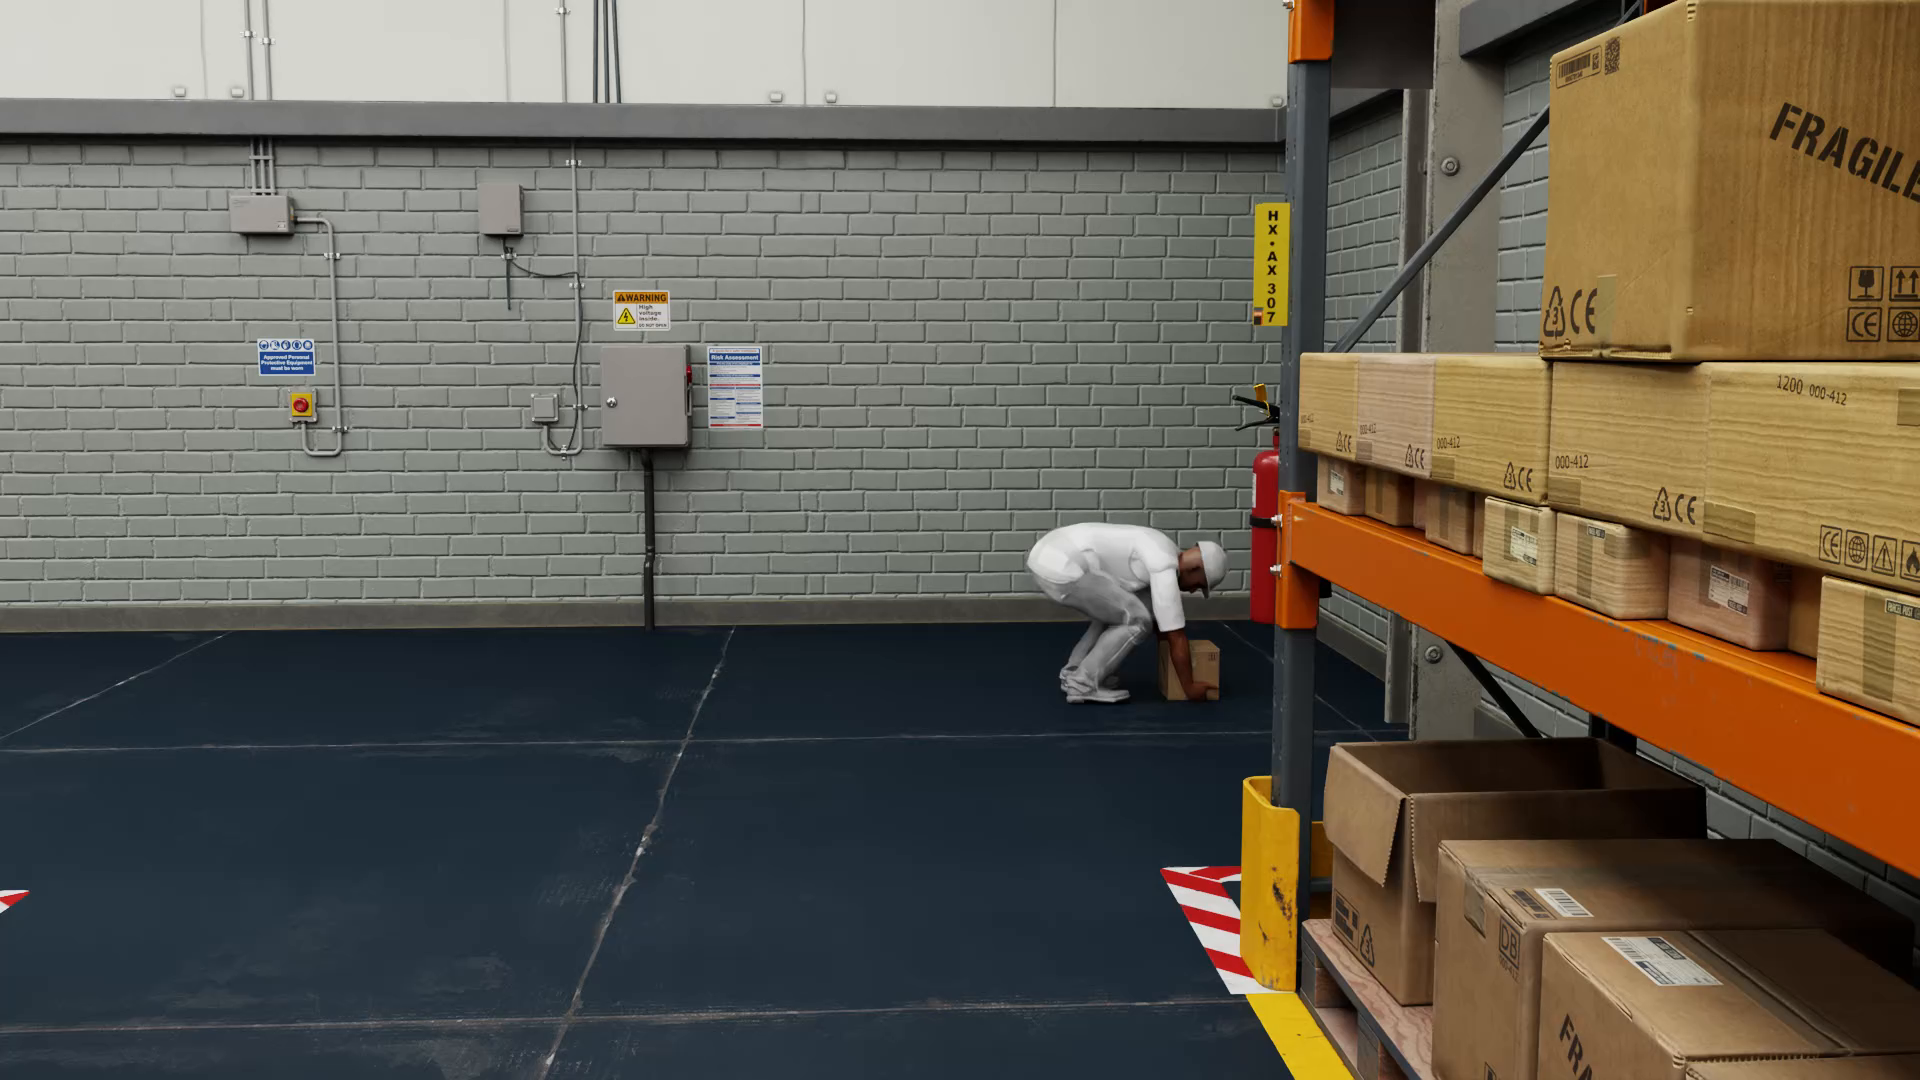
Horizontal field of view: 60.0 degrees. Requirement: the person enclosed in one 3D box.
[{"bbox_3d":[0.821,0.348,8.127,0.980,0.874,0.515,-1,7,-6],"label":"person"}]
